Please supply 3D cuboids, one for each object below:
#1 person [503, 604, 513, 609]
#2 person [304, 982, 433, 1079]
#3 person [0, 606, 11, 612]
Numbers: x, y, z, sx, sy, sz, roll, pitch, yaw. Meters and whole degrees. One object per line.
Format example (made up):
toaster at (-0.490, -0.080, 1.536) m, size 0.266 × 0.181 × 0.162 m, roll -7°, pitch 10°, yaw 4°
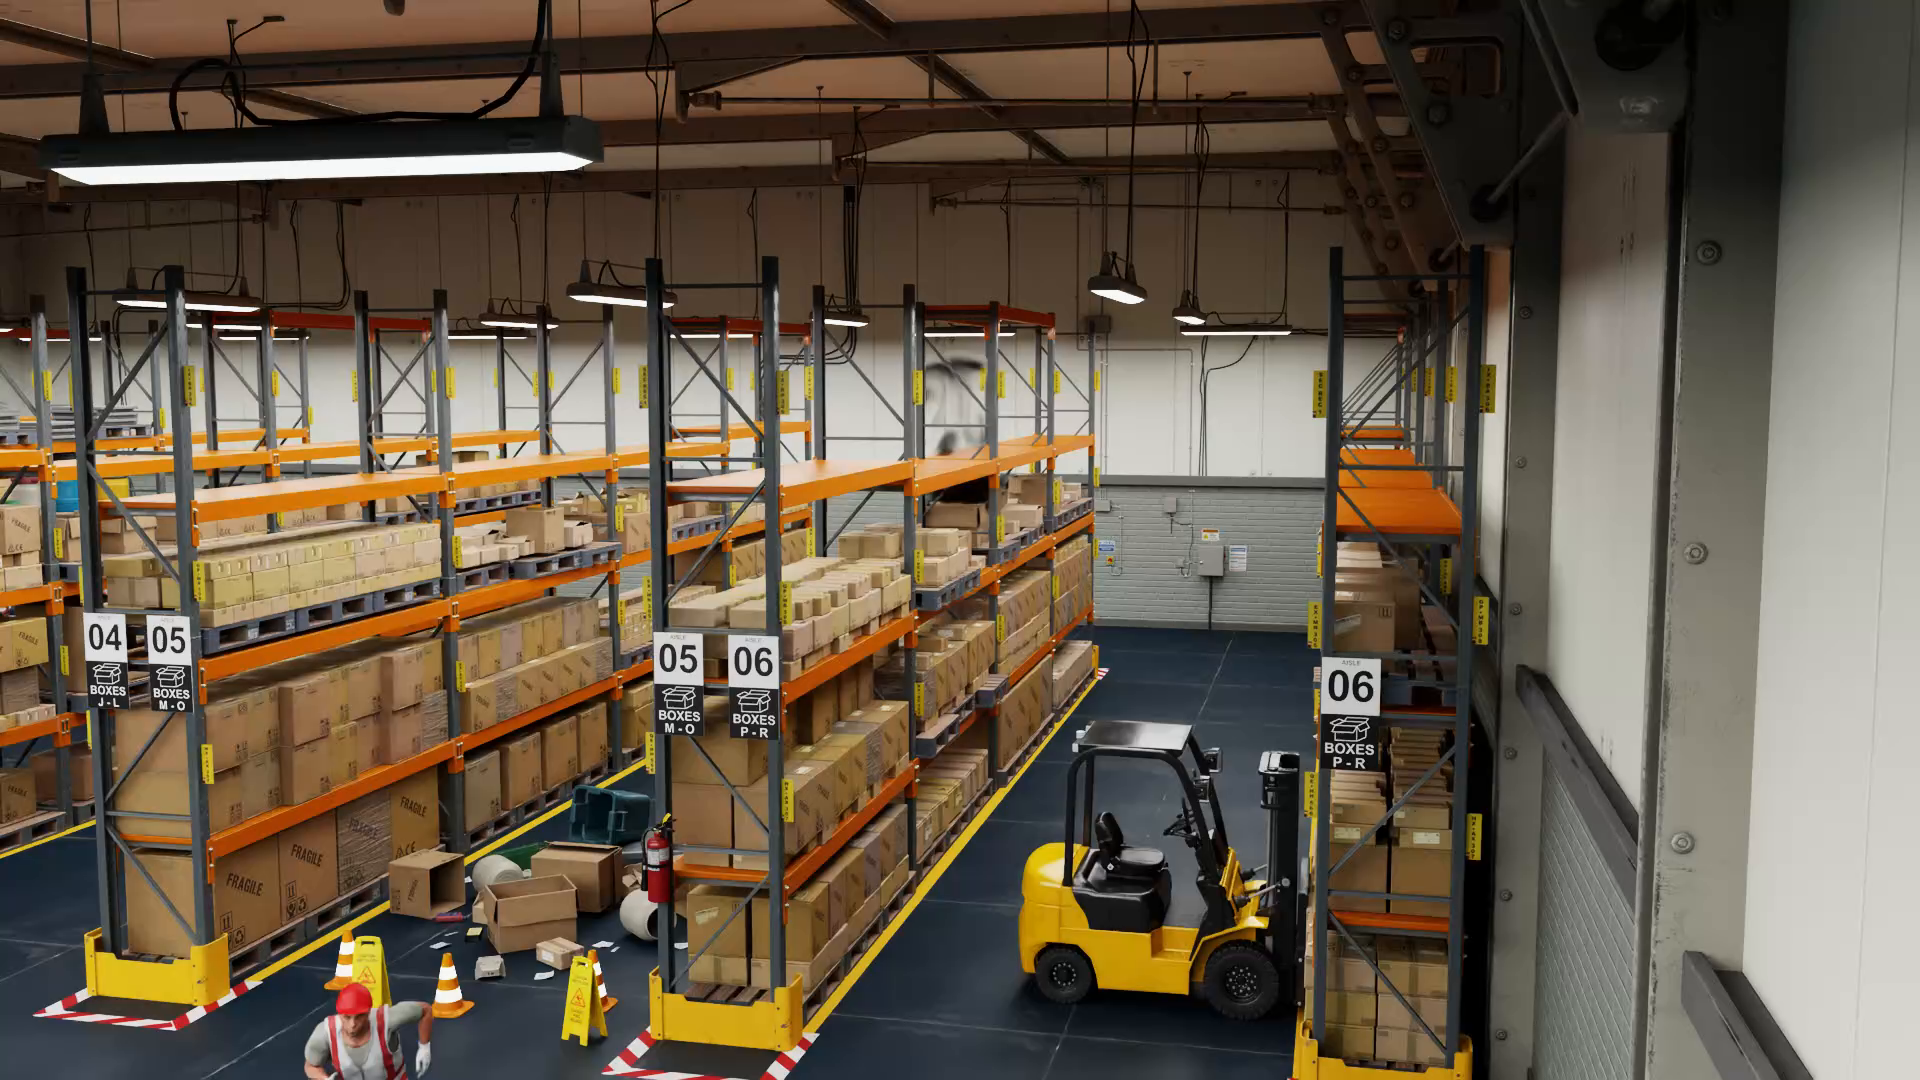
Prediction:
person at (-6.880, 1.772, 25.668) m, size 0.543 × 1.589 × 0.813 m, roll 1°, pitch 6°, yaw 12°
person at (-3.509, 3.358, 9.925) m, size 0.685 × 1.716 × 1.008 m, roll -1°, pitch 6°, yaw -9°
person at (-15.552, 1.589, 27.123) m, size 0.693 × 1.747 × 0.723 m, roll 1°, pitch 6°, yaw 10°
